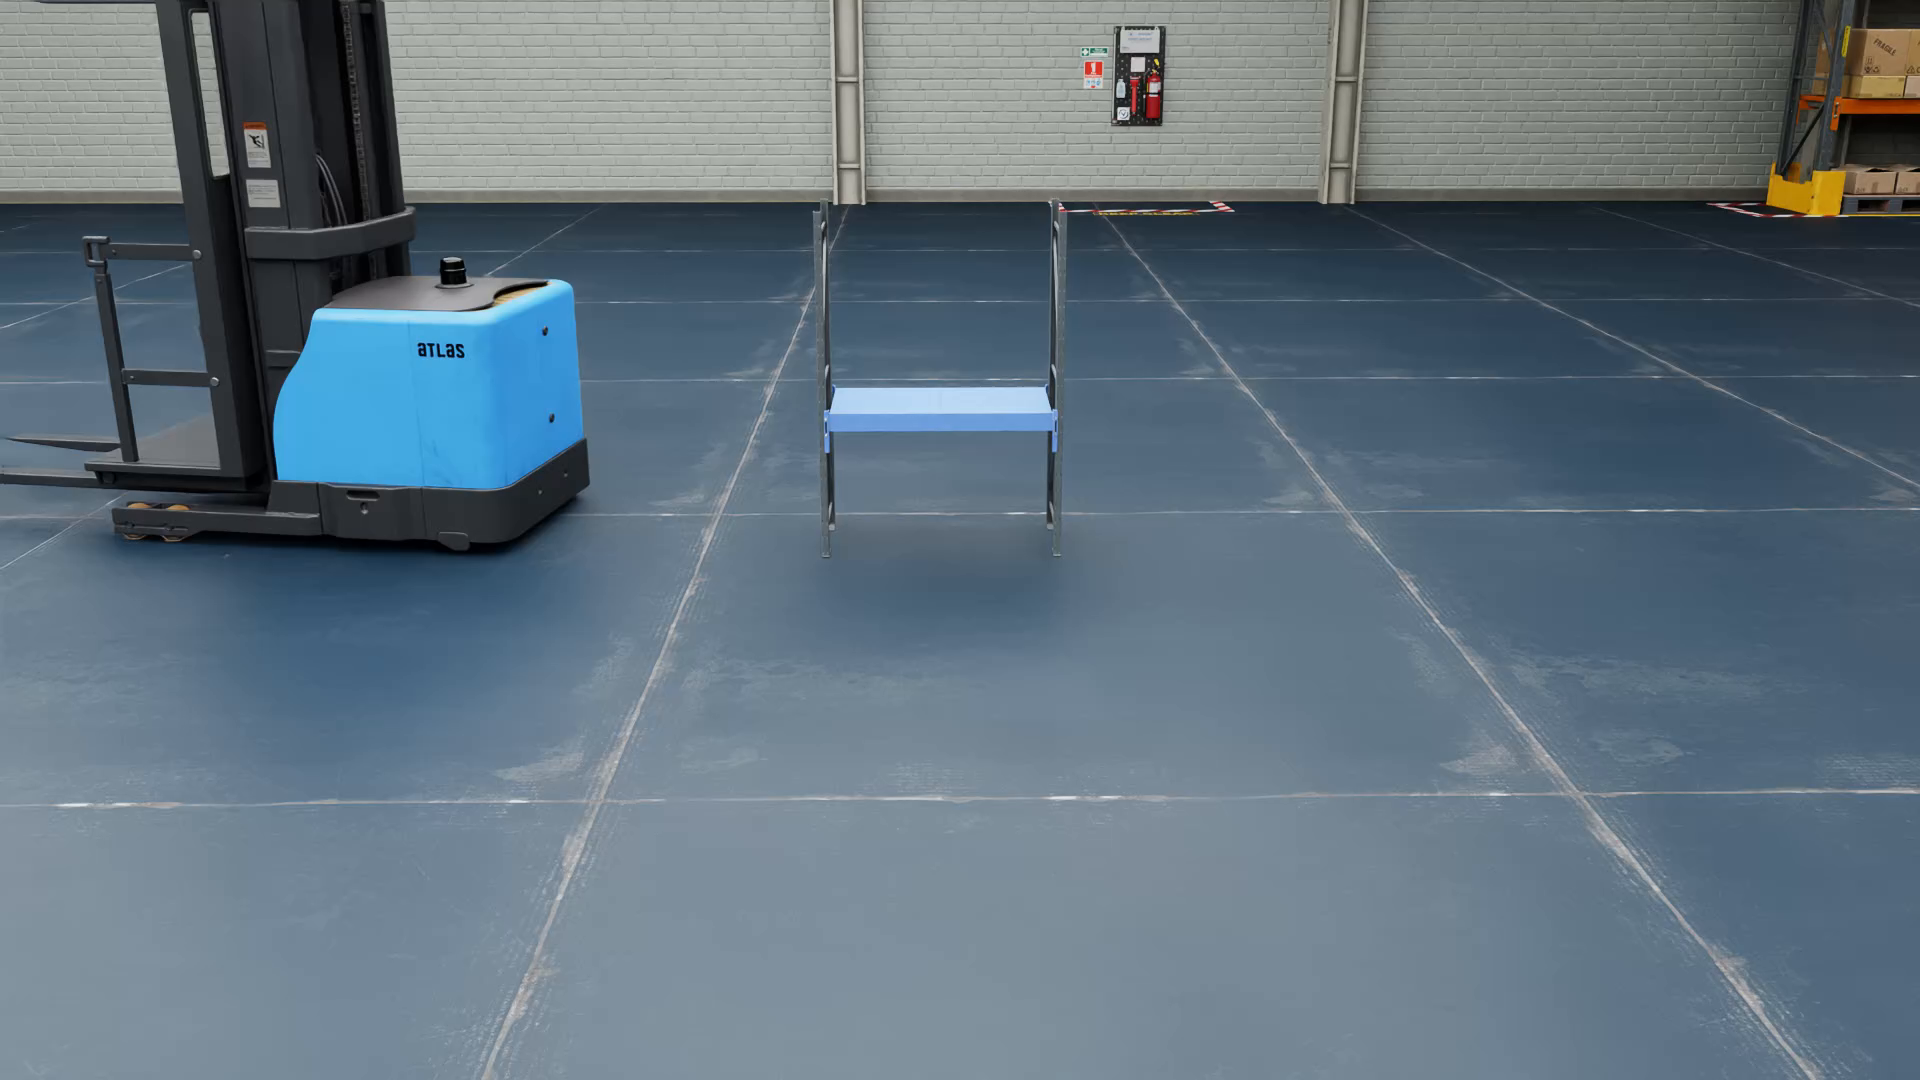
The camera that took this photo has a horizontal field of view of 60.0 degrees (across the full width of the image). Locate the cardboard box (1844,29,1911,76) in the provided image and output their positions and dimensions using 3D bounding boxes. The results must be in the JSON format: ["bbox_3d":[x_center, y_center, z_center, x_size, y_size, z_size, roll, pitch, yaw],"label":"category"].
[{"bbox_3d":[10.442,-5.572,18.993,0.500,0.500,0.500,0,18,-1],"label":"cardboard box"}]

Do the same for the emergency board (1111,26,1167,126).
[{"bbox_3d":[2.175,-5.605,20.109,0.643,1.169,0.194,0,18,-1],"label":"emergency board"}]

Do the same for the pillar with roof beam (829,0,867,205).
[{"bbox_3d":[-1.284,-7.118,15.005,0.400,9.000,9.100,0,18,-1],"label":"pillar with roof beam"}]

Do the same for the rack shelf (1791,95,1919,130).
[{"bbox_3d":[11.960,-5.034,19.506,4.000,0.370,1.077,0,18,-1],"label":"rack shelf"}]

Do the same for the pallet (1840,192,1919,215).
[{"bbox_3d":[10.849,-4.032,19.772,1.213,0.211,1.003,0,18,-1],"label":"pallet"}]

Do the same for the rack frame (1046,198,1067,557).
[{"bbox_3d":[0.423,-0.716,7.325,0.032,1.500,0.500,0,18,-1],"label":"rack frame"}]

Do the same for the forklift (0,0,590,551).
[{"bbox_3d":[-3.380,-1.541,7.553,3.031,2.935,1.130,3,18,9],"label":"forklift"}]

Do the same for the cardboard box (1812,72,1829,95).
[{"bbox_3d":[10.424,-5.366,19.578,0.500,0.250,0.500,0,18,0],"label":"cardboard box"}]

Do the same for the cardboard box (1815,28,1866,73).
[{"bbox_3d":[10.428,-5.729,19.481,0.500,0.500,0.500,0,18,-1],"label":"cardboard box"}]

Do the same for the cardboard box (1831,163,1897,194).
[{"bbox_3d":[10.653,-4.272,19.634,0.500,0.311,0.500,-2,18,-7],"label":"cardboard box"}]

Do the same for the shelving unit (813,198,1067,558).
[{"bbox_3d":[-0.085,-0.714,7.317,1.048,1.500,0.538,0,18,-1],"label":"shelving unit"}]

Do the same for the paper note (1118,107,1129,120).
[{"bbox_3d":[1.997,-5.206,20.307,0.142,0.148,0.016,0,18,-1],"label":"paper note"}]

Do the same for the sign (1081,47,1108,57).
[{"bbox_3d":[1.626,-5.900,20.104,0.331,0.109,0.001,0,18,-1],"label":"sign"}]

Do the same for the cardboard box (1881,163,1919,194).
[{"bbox_3d":[11.223,-4.274,19.643,0.500,0.311,0.500,1,18,4],"label":"cardboard box"}]

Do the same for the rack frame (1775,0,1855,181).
[{"bbox_3d":[9.960,-5.367,19.366,0.127,3.000,1.000,0,18,-1],"label":"rack frame"}]

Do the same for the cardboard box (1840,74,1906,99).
[{"bbox_3d":[10.453,-5.210,19.091,0.500,0.250,0.500,-1,18,-2],"label":"cardboard box"}]

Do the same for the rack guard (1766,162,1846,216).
[{"bbox_3d":[10.036,-4.177,19.749,0.348,0.500,1.175,0,18,-1],"label":"rack guard"}]

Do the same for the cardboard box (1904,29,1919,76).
[{"bbox_3d":[10.936,-5.572,18.991,0.500,0.500,0.500,0,18,-1],"label":"cardboard box"}]

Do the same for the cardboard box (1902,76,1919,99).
[{"bbox_3d":[10.972,-5.217,19.113,0.500,0.250,0.500,-1,18,-3],"label":"cardboard box"}]

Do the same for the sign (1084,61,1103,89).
[{"bbox_3d":[1.621,-5.651,20.194,0.234,0.329,0.001,0,18,-1],"label":"sign"}]

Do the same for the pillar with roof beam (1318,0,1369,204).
[{"bbox_3d":[4.715,-7.147,15.095,0.400,9.000,9.100,0,18,-1],"label":"pillar with roof beam"}]

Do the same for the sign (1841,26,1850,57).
[{"bbox_3d":[9.969,-5.613,18.717,0.005,0.325,0.100,0,18,-1],"label":"sign"}]

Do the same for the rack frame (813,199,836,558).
[{"bbox_3d":[-0.594,-0.711,7.310,0.032,1.500,0.500,0,18,-1],"label":"rack frame"}]

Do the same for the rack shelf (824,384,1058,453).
[{"bbox_3d":[-0.085,-0.542,7.372,1.000,0.185,0.538,0,18,-1],"label":"rack shelf"}]

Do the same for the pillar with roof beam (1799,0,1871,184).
[{"bbox_3d":[10.714,-7.176,15.185,0.400,9.000,9.100,0,18,-1],"label":"pillar with roof beam"}]
